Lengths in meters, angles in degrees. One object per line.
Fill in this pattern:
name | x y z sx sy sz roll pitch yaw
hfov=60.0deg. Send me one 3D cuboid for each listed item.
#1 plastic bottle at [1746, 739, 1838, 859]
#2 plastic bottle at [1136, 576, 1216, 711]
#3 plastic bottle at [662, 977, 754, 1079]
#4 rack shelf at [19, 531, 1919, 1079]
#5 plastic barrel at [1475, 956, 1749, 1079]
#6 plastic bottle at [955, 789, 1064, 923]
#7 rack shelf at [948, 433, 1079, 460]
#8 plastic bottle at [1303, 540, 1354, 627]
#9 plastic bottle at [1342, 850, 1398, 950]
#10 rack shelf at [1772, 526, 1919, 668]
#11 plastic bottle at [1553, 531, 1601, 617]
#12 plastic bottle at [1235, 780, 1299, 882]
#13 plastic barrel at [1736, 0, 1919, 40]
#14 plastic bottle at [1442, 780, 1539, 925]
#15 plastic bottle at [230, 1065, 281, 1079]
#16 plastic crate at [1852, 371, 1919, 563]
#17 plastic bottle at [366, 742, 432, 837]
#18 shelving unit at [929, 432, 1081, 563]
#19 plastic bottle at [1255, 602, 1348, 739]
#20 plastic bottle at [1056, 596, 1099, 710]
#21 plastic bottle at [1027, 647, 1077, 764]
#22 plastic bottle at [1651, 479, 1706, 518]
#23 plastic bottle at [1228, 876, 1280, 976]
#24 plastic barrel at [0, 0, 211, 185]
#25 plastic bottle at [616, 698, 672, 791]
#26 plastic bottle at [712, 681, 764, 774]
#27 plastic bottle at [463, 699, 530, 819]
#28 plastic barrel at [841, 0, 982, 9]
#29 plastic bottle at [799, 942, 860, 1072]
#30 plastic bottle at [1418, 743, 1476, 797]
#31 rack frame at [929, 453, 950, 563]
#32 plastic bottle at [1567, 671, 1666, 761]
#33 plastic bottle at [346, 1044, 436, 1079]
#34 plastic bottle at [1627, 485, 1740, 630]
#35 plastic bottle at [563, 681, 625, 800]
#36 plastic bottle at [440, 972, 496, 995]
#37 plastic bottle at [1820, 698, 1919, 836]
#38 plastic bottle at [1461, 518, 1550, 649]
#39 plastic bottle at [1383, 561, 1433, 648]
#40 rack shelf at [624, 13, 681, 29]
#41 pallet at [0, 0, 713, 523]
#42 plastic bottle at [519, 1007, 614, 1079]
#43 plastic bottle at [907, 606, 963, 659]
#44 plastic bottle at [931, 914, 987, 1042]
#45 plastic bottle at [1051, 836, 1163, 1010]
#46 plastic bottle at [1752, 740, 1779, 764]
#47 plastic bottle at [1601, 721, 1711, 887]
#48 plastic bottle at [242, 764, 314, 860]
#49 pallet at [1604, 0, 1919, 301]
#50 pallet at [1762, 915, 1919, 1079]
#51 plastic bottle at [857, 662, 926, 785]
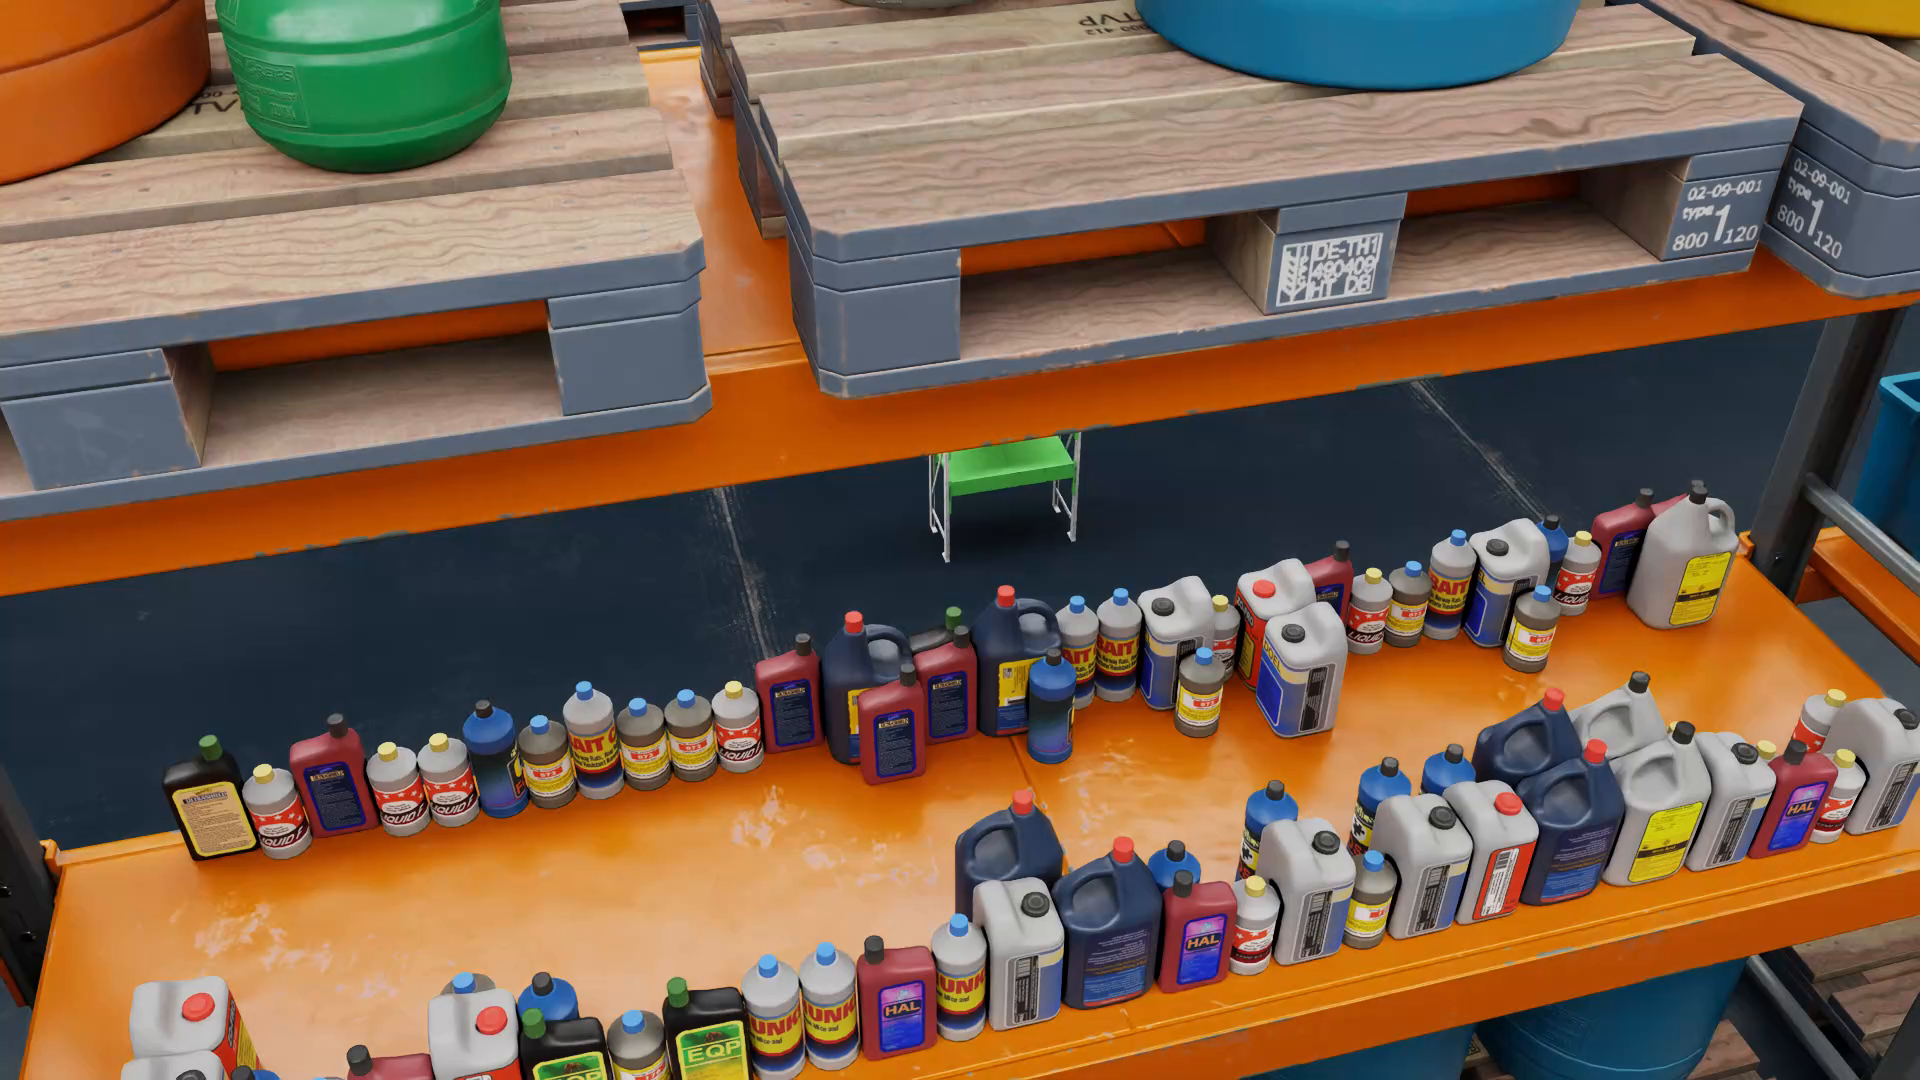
plastic bottle | 1.616 0.494 3.231 0.133 0.283 0.061 -9 38 -12
plastic bottle | 0.460 0.215 3.602 0.135 0.276 0.152 -9 38 -12
plastic bottle | -0.425 0.829 2.793 0.133 0.283 0.061 -9 38 -12
rack shelf | 0.193 0.735 3.412 4.000 0.370 1.077 -9 38 -12
plastic barrel | 1.594 0.875 4.018 0.708 0.901 0.600 -9 38 -12
plastic bottle | 0.089 0.596 3.042 0.185 0.351 0.144 -9 38 -12
rack shelf | 0.160 -0.452 5.959 0.480 0.148 0.258 -9 38 -12
plastic bottle | 0.801 0.127 3.711 0.133 0.283 0.061 -9 38 -12
plastic bottle | 0.753 0.657 3.086 0.097 0.201 0.097 0 37 0
rack shelf | 4.055 0.101 4.241 4.000 0.370 1.077 -9 38 -12
plastic bottle | 1.423 0.069 3.854 0.097 0.201 0.097 0 37 0
plastic bottle | 0.584 0.561 3.153 0.097 0.271 0.097 0 37 0
plastic barrel | 1.296 -1.037 2.167 0.600 0.588 0.600 0 37 0
plastic bottle | 0.988 0.572 3.136 0.135 0.276 0.152 -9 38 -12
plastic bottle | -1.117 0.936 2.663 0.097 0.271 0.097 0 37 0
plastic crate | 2.486 -0.159 3.953 0.575 0.384 0.392 -9 38 -12
plastic bottle | -1.119 0.487 3.309 0.097 0.201 0.097 0 37 0
shelving unit | 0.160 -0.503 5.920 0.503 1.200 0.258 -9 38 -12
plastic bottle | 0.723 0.268 3.533 0.135 0.276 0.152 -9 38 -12
plastic bottle | 0.247 0.235 3.580 0.097 0.271 0.097 0 37 0
plastic bottle | 0.190 0.335 3.450 0.097 0.271 0.097 0 37 0
plastic bottle | 1.659 -0.013 3.895 0.133 0.283 0.061 -9 38 -12
plastic bottle | 0.530 0.694 3.038 0.097 0.201 0.097 0 37 0
plastic barrel | -1.189 -0.851 1.725 0.708 0.830 0.600 -9 38 -12
plastic bottle | -0.650 0.410 3.409 0.097 0.201 0.097 0 37 0
plastic bottle | -0.462 0.379 3.450 0.097 0.201 0.097 0 37 0
plastic bottle | -0.932 0.428 3.328 0.097 0.271 0.097 0 37 0
plastic barrel | -0.065 -1.015 2.182 0.433 0.535 0.433 0 37 0
plastic bottle | -0.224 0.790 2.855 0.097 0.271 0.097 0 37 0
plastic bottle | 0.938 0.503 3.229 0.097 0.271 0.097 0 37 0
rack frame | -0.076 -0.464 5.869 0.015 1.200 0.240 -9 38 -12
plastic bottle | 1.284 0.405 3.292 0.185 0.351 0.144 -9 38 -12
plastic bottle | -0.906 0.908 2.690 0.133 0.283 0.061 -9 38 -12
plastic bottle | 1.661 0.024 3.790 0.185 0.351 0.144 -9 38 -12
plastic bottle | -0.744 0.397 3.368 0.097 0.271 0.097 0 37 0
plastic bottle | -0.840 0.823 2.869 0.097 0.201 0.097 0 37 0
plastic bottle | 1.828 0.434 3.316 0.135 0.276 0.152 -9 38 -12
plastic bottle | 1.224 0.090 3.766 0.135 0.276 0.152 -9 38 -12
plastic bottle | 1.011 0.137 3.766 0.097 0.201 0.097 0 37 0
rack shelf | -1.095 -2.171 7.211 4.000 0.370 1.077 -9 38 -12
pallet | -0.974 -0.414 2.009 1.213 0.211 1.003 -9 38 -12
plastic bottle | -0.648 0.866 2.745 0.133 0.283 0.061 -9 38 -12
plastic bottle | -0.048 0.267 3.529 0.133 0.283 0.061 -9 38 -12
plastic bottle | -0.002 0.753 2.903 0.097 0.271 0.097 0 37 0
plastic bottle | 0.258 0.664 2.954 0.185 0.351 0.144 -9 38 -12
plastic bottle | 1.578 0.483 3.313 0.097 0.201 0.097 0 37 0
plastic bottle | 1.322 0.490 3.182 0.185 0.351 0.144 -9 38 -12
plastic bottle | -1.342 0.523 3.261 0.097 0.201 0.097 0 37 0
pallet | 1.393 -0.802 2.517 1.003 0.211 1.213 -9 38 -12
pallet | 2.824 1.101 4.637 1.213 0.211 1.003 -9 38 -12
plastic bottle | -0.139 0.372 3.390 0.133 0.283 0.061 -9 38 -12
